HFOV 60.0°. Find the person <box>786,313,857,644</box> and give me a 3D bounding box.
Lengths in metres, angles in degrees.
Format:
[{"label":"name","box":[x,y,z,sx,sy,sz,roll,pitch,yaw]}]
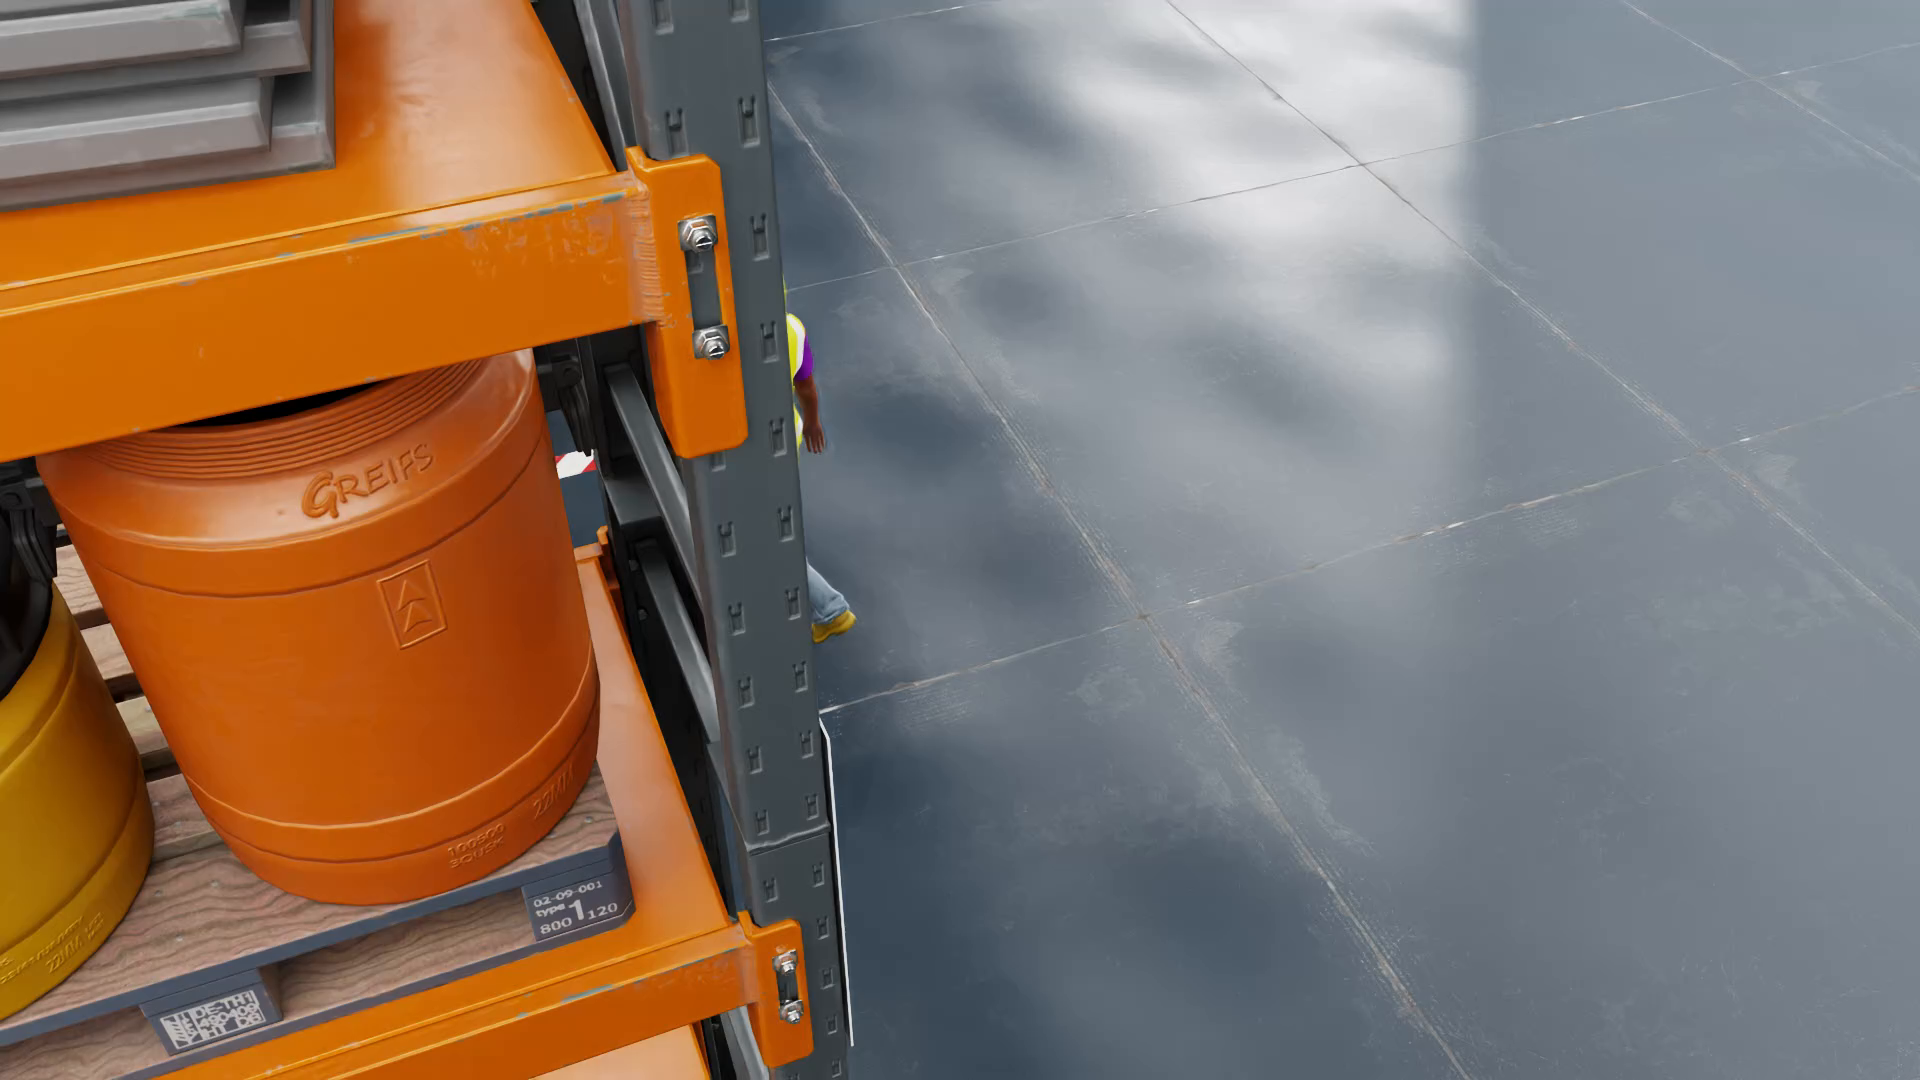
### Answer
[{"label":"person","box":[-0.783,-0.358,6.551,0.930,1.739,0.660,19,45,20]}]
